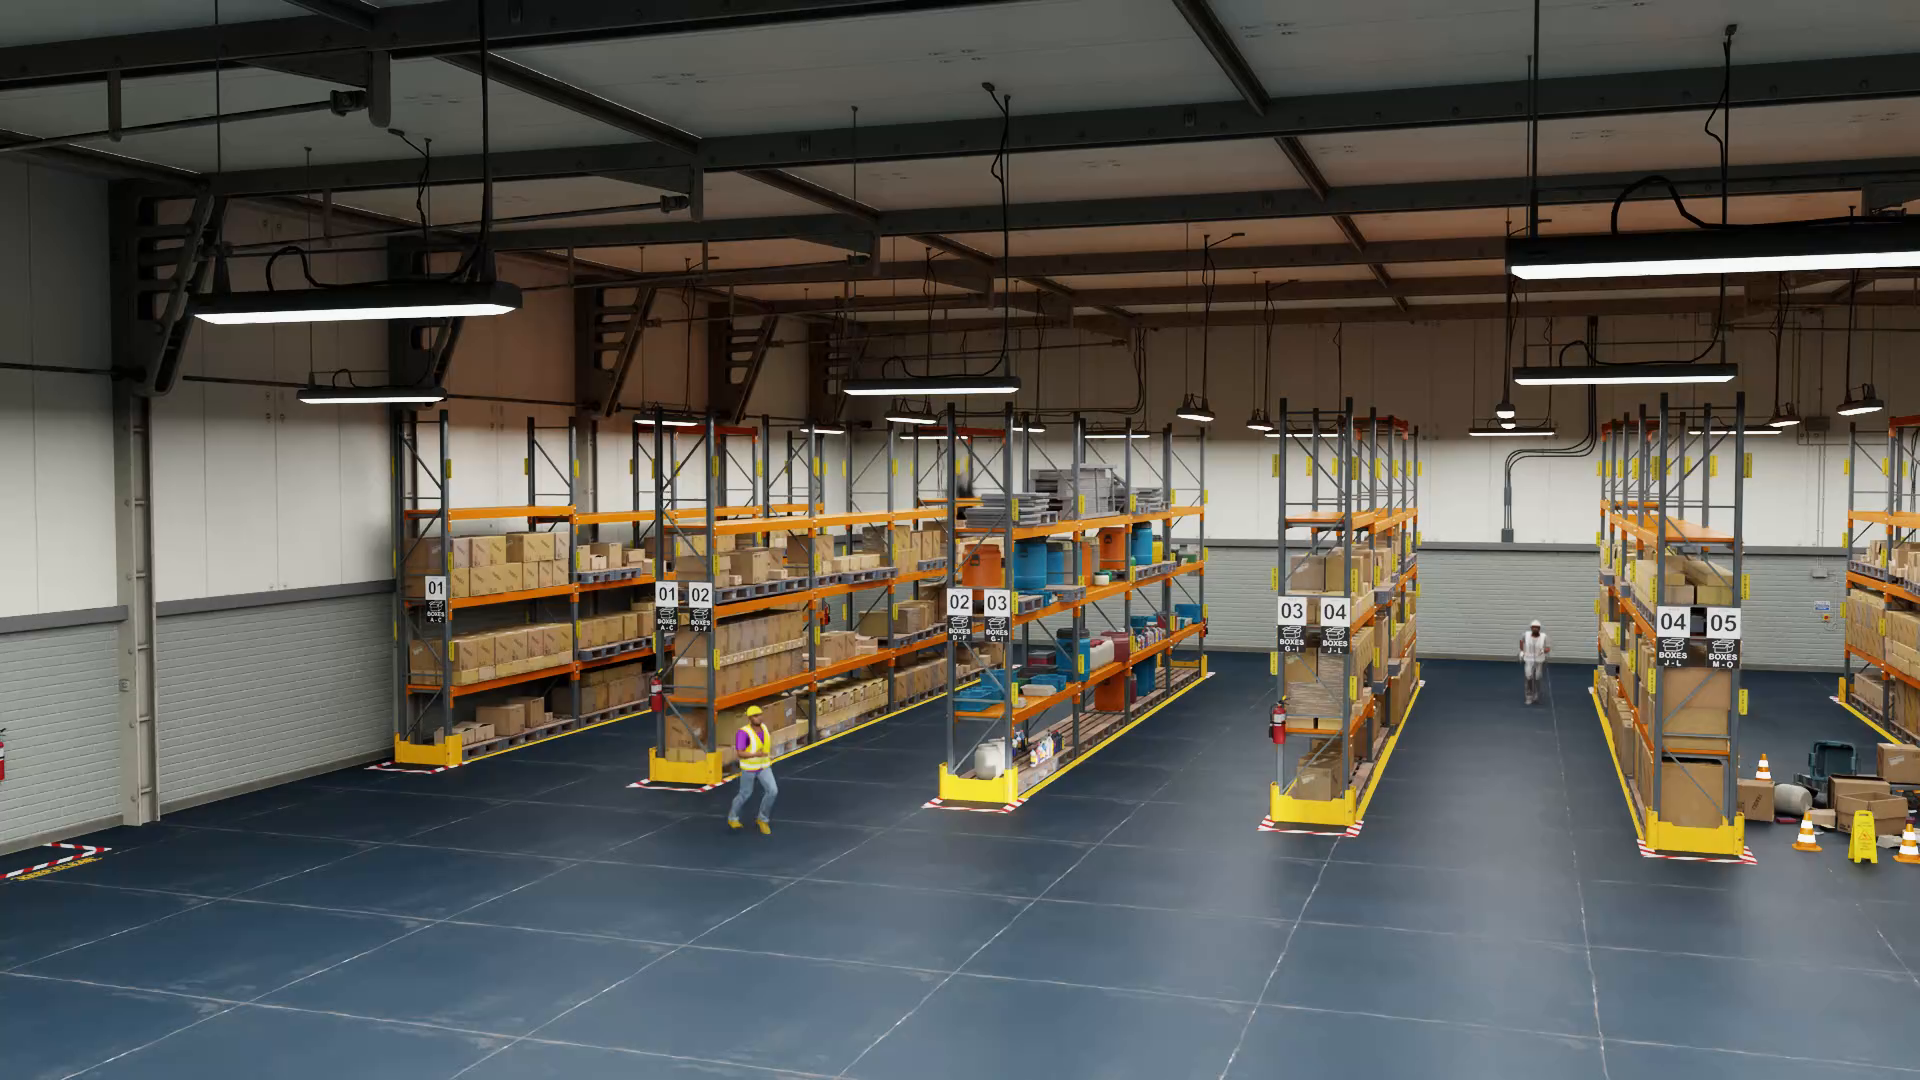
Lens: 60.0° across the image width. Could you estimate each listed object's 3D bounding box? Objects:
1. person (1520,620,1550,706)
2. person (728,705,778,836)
[{"bbox_3d":[12.246,2.608,35.432,0.601,1.818,0.904,1,3,14],"label":"person"},{"bbox_3d":[-2.801,3.145,22.749,0.709,1.791,0.878,-2,3,-42],"label":"person"}]
